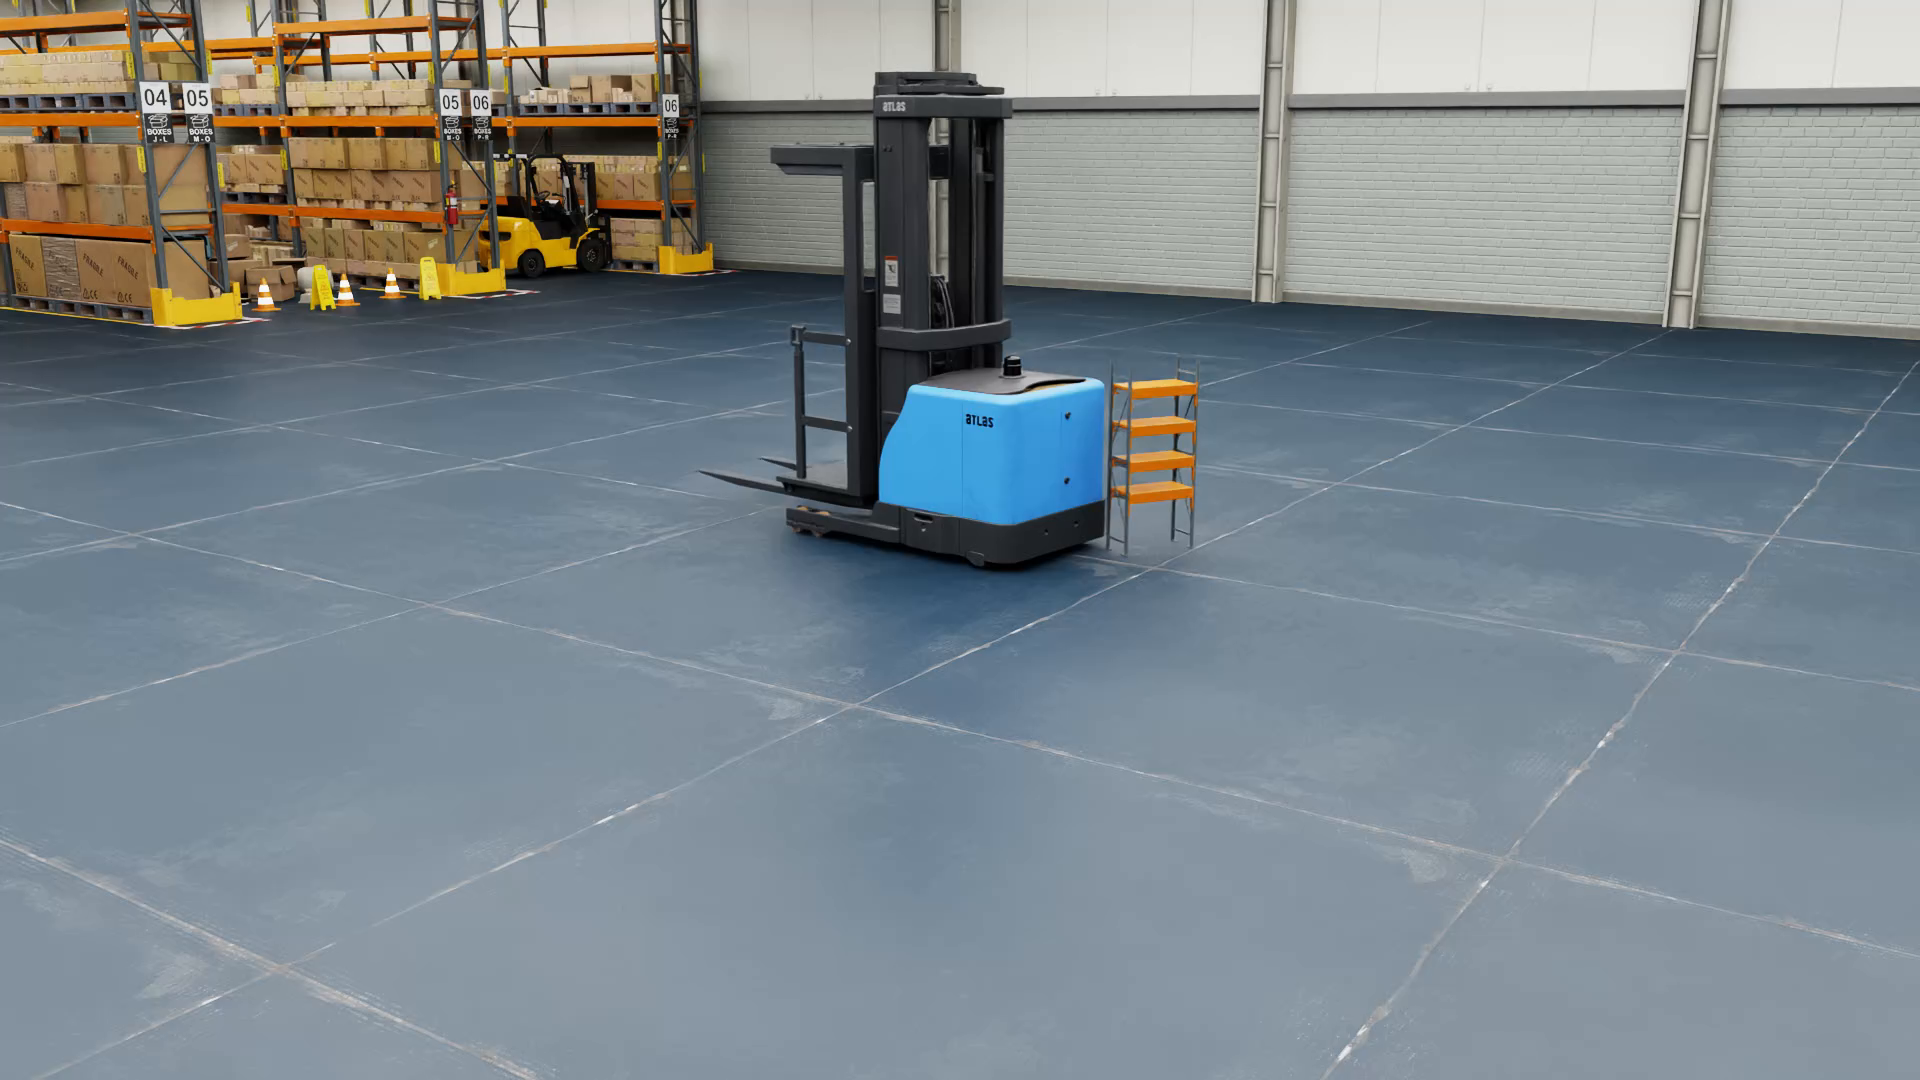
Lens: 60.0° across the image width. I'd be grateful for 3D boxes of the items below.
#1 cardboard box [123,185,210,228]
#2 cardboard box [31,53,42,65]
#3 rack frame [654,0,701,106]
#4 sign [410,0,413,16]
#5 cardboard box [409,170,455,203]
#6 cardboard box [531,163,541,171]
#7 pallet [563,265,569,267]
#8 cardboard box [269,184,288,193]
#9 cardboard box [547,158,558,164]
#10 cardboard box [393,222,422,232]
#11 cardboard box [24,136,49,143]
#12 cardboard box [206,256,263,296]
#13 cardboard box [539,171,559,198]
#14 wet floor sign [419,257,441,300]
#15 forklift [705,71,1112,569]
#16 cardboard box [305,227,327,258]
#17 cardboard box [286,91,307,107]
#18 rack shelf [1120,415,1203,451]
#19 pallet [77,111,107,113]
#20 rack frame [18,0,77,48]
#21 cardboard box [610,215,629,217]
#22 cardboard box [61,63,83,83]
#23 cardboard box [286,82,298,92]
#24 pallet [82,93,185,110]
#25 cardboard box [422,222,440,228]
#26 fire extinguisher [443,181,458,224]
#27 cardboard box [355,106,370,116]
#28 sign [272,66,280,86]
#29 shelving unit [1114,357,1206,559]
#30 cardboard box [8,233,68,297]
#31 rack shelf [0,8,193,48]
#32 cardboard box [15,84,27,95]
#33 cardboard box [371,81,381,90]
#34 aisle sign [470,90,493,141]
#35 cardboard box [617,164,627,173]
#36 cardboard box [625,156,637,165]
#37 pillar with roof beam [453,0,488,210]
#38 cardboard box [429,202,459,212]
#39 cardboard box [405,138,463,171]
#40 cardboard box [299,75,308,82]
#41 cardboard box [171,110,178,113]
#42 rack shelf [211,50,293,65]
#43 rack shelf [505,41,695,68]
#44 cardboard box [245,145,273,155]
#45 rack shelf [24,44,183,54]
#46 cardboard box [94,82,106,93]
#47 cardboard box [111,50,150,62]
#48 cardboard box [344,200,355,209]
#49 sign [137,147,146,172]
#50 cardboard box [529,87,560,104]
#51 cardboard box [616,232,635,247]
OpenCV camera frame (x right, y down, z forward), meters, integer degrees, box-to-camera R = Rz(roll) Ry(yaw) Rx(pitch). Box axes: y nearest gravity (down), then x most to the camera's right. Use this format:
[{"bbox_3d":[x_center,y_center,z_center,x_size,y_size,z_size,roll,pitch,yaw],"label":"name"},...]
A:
[{"bbox_3d":[-10.908,-4.605,22.869,0.550,0.550,0.875,9,17,33],"label":"cardboard box"},{"bbox_3d":[-12.725,-6.714,23.242,0.250,0.149,0.380,9,17,33],"label":"cardboard box"},{"bbox_3d":[-5.129,-9.394,30.044,0.127,3.000,1.000,9,17,33],"label":"rack frame"},{"bbox_3d":[-11.461,-11.108,34.696,0.005,0.325,0.100,9,17,33],"label":"sign"},{"bbox_3d":[-8.500,-5.702,26.789,0.500,0.500,0.500,9,16,32],"label":"cardboard box"},{"bbox_3d":[-8.115,-7.252,32.318,0.250,0.149,0.380,10,17,34],"label":"cardboard box"},{"bbox_3d":[-7.812,-5.550,32.802,1.213,0.211,1.003,9,17,33],"label":"pallet"},{"bbox_3d":[-11.796,-6.124,28.968,0.250,0.149,0.380,9,17,34],"label":"cardboard box"},{"bbox_3d":[-7.709,-7.320,31.972,0.250,0.149,0.380,10,17,34],"label":"cardboard box"},{"bbox_3d":[-9.049,-5.131,27.245,0.250,0.149,0.380,10,17,34],"label":"cardboard box"},{"bbox_3d":[-18.287,-7.927,32.966,0.250,0.149,0.380,9,16,32],"label":"cardboard box"},{"bbox_3d":[-11.547,-4.200,26.461,0.503,0.637,0.797,9,17,33],"label":"cardboard box"},{"bbox_3d":[-7.784,-6.889,32.200,0.500,0.500,0.500,10,17,34],"label":"cardboard box"},{"bbox_3d":[-8.336,-4.110,26.083,0.267,0.644,0.232,-10,17,-35],"label":"wet floor sign"},{"bbox_3d":[-0.472,-1.523,10.877,3.031,2.935,1.130,12,18,40],"label":"forklift"},{"bbox_3d":[-10.877,-5.128,28.584,0.500,0.500,0.500,10,17,35],"label":"cardboard box"},{"bbox_3d":[-11.003,-7.442,28.095,0.500,0.250,0.500,9,16,32],"label":"cardboard box"},{"bbox_3d":[1.251,-0.672,10.391,0.480,0.148,0.258,-9,16,-32],"label":"rack shelf"},{"bbox_3d":[-16.028,-8.154,31.671,1.213,0.211,1.003,10,17,35],"label":"pallet"},{"bbox_3d":[-17.854,-10.013,32.545,0.127,3.000,1.000,9,17,33],"label":"rack frame"},{"bbox_3d":[-6.669,-6.144,32.168,0.500,0.250,0.500,9,16,32],"label":"cardboard box"},{"bbox_3d":[-11.968,-6.416,22.867,0.500,0.250,0.500,9,17,32],"label":"cardboard box"},{"bbox_3d":[-11.136,-7.642,28.072,0.250,0.149,0.380,9,16,32],"label":"cardboard box"},{"bbox_3d":[-11.196,-6.001,22.767,1.213,0.211,1.003,9,17,33],"label":"pallet"},{"bbox_3d":[-10.711,-6.433,34.637,0.625,0.625,0.875,10,17,35],"label":"cardboard box"},{"bbox_3d":[-8.059,-5.347,26.341,0.183,0.674,0.296,9,17,33],"label":"fire extinguisher"},{"bbox_3d":[-9.648,-7.015,27.199,0.250,0.149,0.380,9,16,32],"label":"cardboard box"},{"bbox_3d":[-11.522,-7.815,28.013,0.005,0.325,0.100,9,17,33],"label":"sign"},{"bbox_3d":[1.251,-0.521,10.428,0.503,1.200,0.258,-9,16,-32],"label":"shelving unit"},{"bbox_3d":[-13.411,-4.102,24.698,0.875,0.875,0.875,9,17,34],"label":"cardboard box"},{"bbox_3d":[-12.235,-7.128,23.220,4.000,0.370,1.077,9,17,33],"label":"rack shelf"},{"bbox_3d":[-13.152,-6.396,23.615,0.250,0.149,0.380,9,16,32],"label":"cardboard box"},{"bbox_3d":[-9.339,-7.391,27.058,0.250,0.149,0.380,9,16,31],"label":"cardboard box"},{"bbox_3d":[-7.672,-6.807,26.669,0.004,0.787,0.394,9,17,33],"label":"aisle sign"},{"bbox_3d":[-6.182,-6.947,31.085,0.250,0.149,0.380,9,17,32],"label":"cardboard box"},{"bbox_3d":[-5.998,-7.052,30.892,0.250,0.149,0.380,10,17,34],"label":"cardboard box"},{"bbox_3d":[-12.585,-9.613,30.930,0.400,9.000,9.100,9,17,33],"label":"pillar with roof beam"},{"bbox_3d":[-8.326,-5.377,26.825,0.250,0.149,0.380,10,17,35],"label":"cardboard box"},{"bbox_3d":[-8.442,-6.195,26.698,0.500,0.500,0.700,9,16,31],"label":"cardboard box"},{"bbox_3d":[-11.896,-8.081,29.380,0.500,0.250,0.500,9,16,32],"label":"cardboard box"},{"bbox_3d":[-14.156,-7.845,30.309,0.258,0.266,0.396,9,17,33],"label":"cardboard box"},{"bbox_3d":[-16.746,-10.921,37.715,4.000,0.370,1.077,9,17,33],"label":"rack shelf"},{"bbox_3d":[-6.789,-9.119,31.262,4.000,0.370,1.077,9,17,33],"label":"rack shelf"},{"bbox_3d":[-12.304,-6.846,29.187,0.250,0.149,0.380,9,16,31],"label":"cardboard box"},{"bbox_3d":[-16.194,-9.201,31.596,4.000,0.370,1.077,9,17,33],"label":"rack shelf"},{"bbox_3d":[-11.462,-6.123,22.513,0.250,0.149,0.380,9,17,34],"label":"cardboard box"},{"bbox_3d":[-11.044,-6.442,22.144,0.250,0.149,0.380,9,17,33],"label":"cardboard box"},{"bbox_3d":[-10.077,-5.626,27.832,0.250,0.149,0.380,9,17,33],"label":"cardboard box"},{"bbox_3d":[-10.889,-5.062,22.126,0.005,0.325,0.100,9,17,33],"label":"sign"},{"bbox_3d":[-7.894,-8.523,31.873,0.500,0.311,0.500,10,17,34],"label":"cardboard box"},{"bbox_3d":[-6.118,-5.666,31.277,0.500,0.250,0.500,9,17,32],"label":"cardboard box"}]
